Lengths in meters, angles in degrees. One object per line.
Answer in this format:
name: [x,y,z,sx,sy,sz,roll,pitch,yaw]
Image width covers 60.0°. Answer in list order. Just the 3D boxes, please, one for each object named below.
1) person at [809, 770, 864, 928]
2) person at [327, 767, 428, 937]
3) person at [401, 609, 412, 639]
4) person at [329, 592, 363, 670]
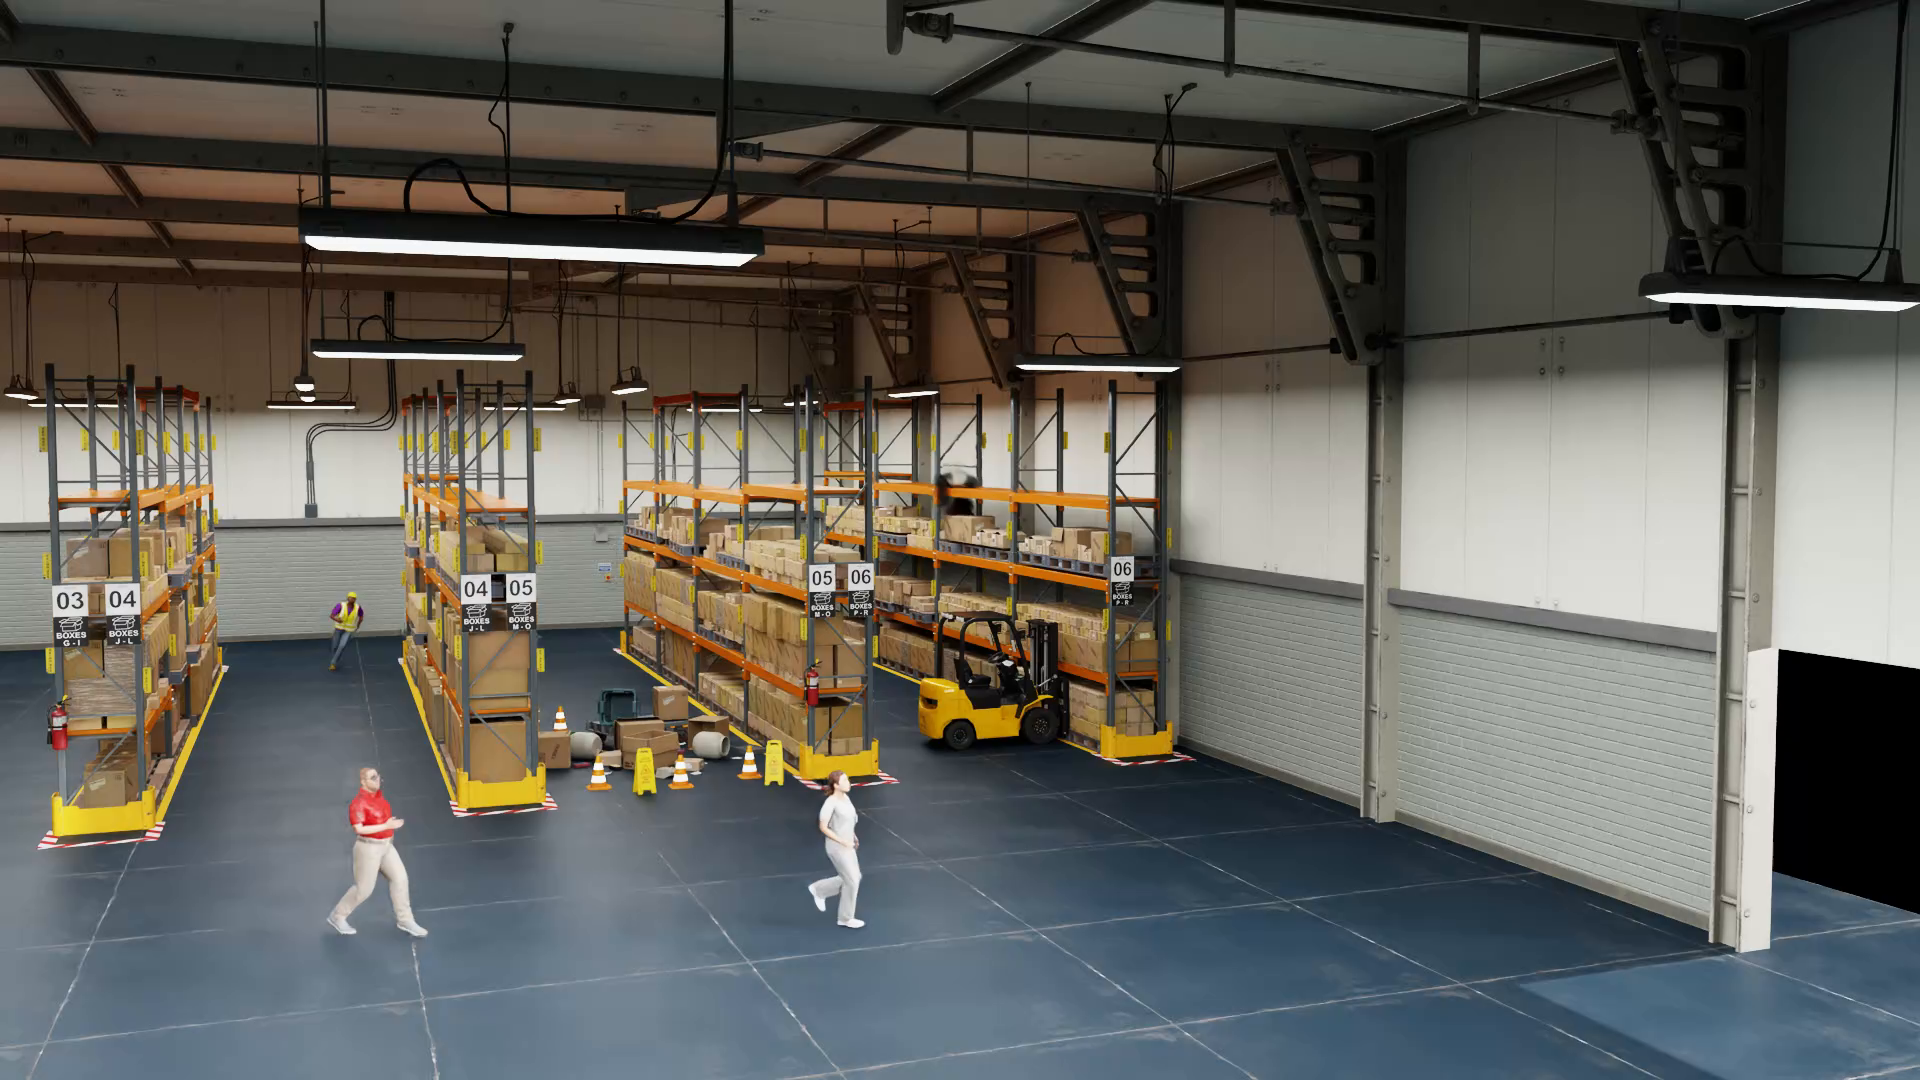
person: [-1.295,3.177,17.199,0.655,1.627,0.585,1,4,20]
person: [-5.902,3.157,16.813,0.977,1.740,0.669,1,3,11]
person: [-12.712,1.878,38.870,0.620,1.712,0.716,-2,4,-31]
person: [-13.632,1.995,36.924,0.730,1.702,0.855,-1,4,-19]
